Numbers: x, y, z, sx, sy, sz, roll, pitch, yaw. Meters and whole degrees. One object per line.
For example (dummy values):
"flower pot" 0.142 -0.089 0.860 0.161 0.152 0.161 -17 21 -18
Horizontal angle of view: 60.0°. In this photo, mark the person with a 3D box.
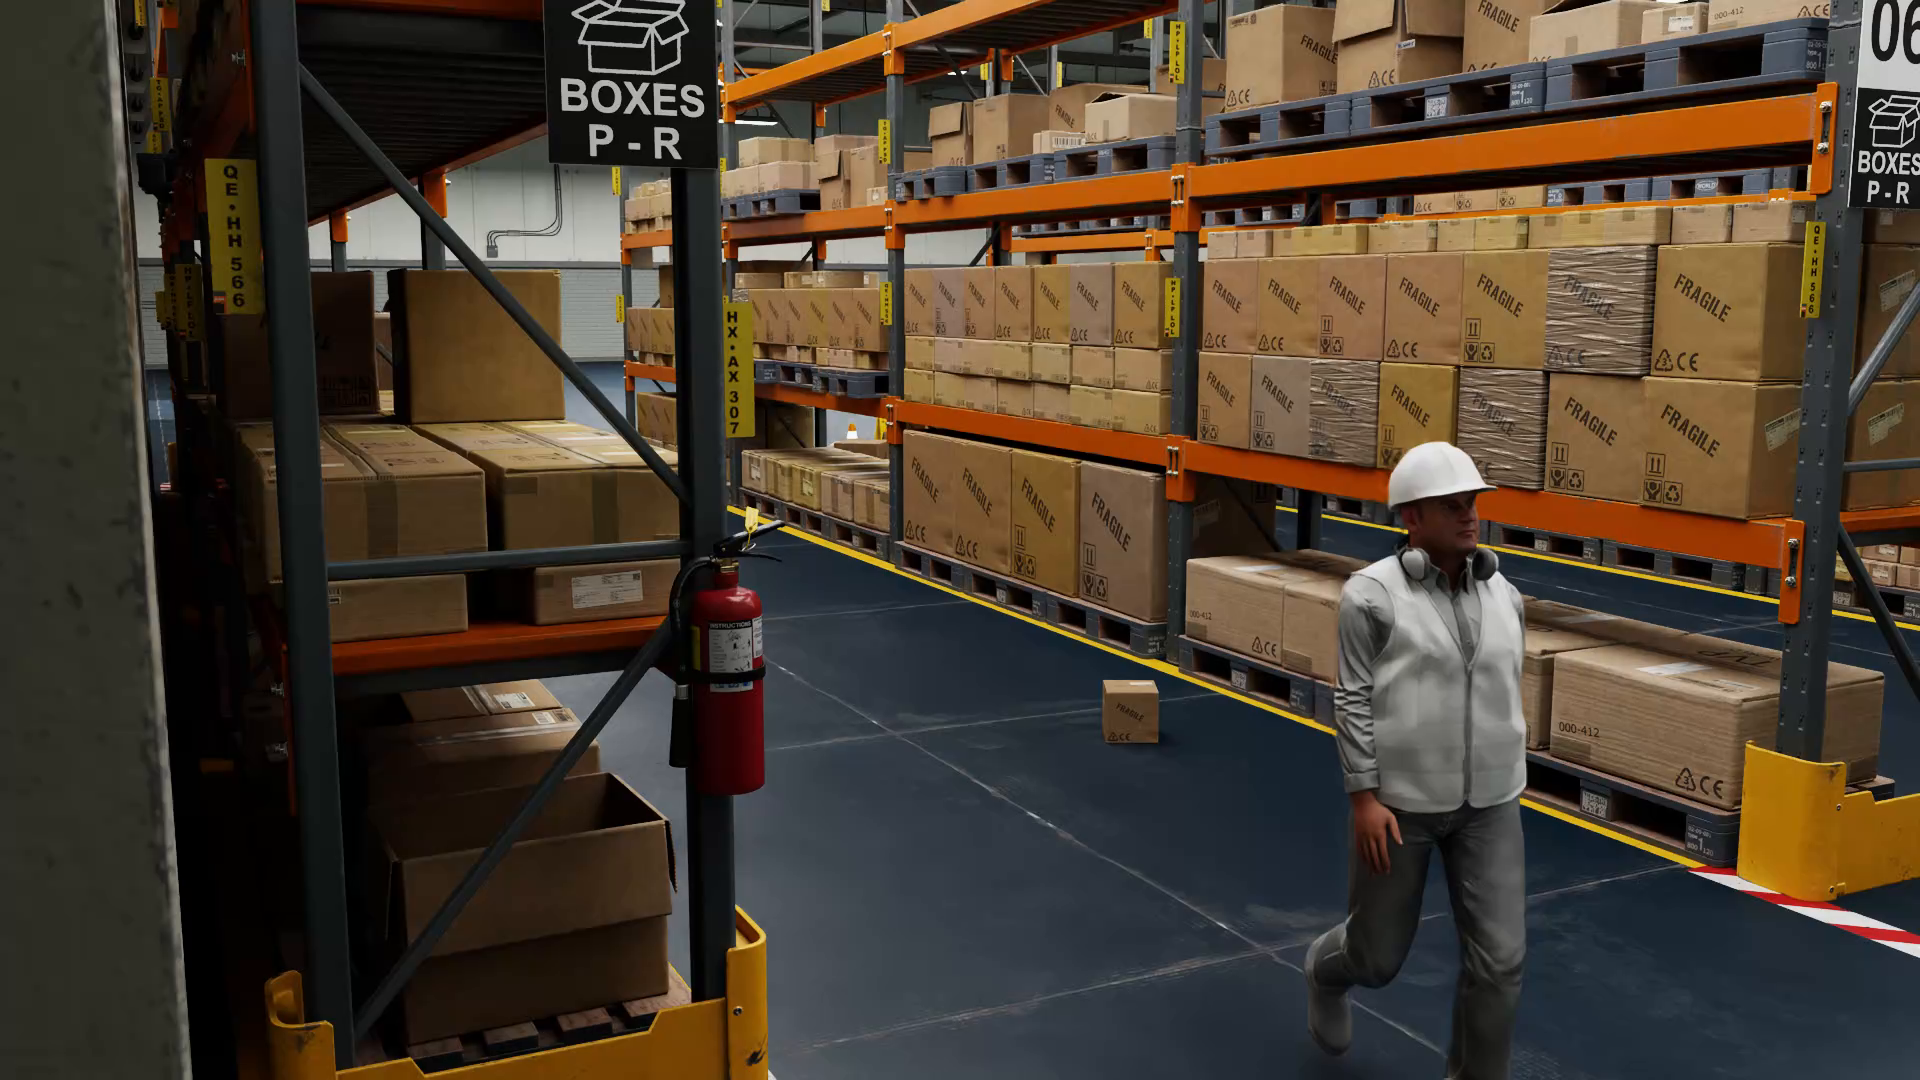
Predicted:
"person" 1.183 0.622 4.205 0.533 1.738 0.887 -1 9 -9
